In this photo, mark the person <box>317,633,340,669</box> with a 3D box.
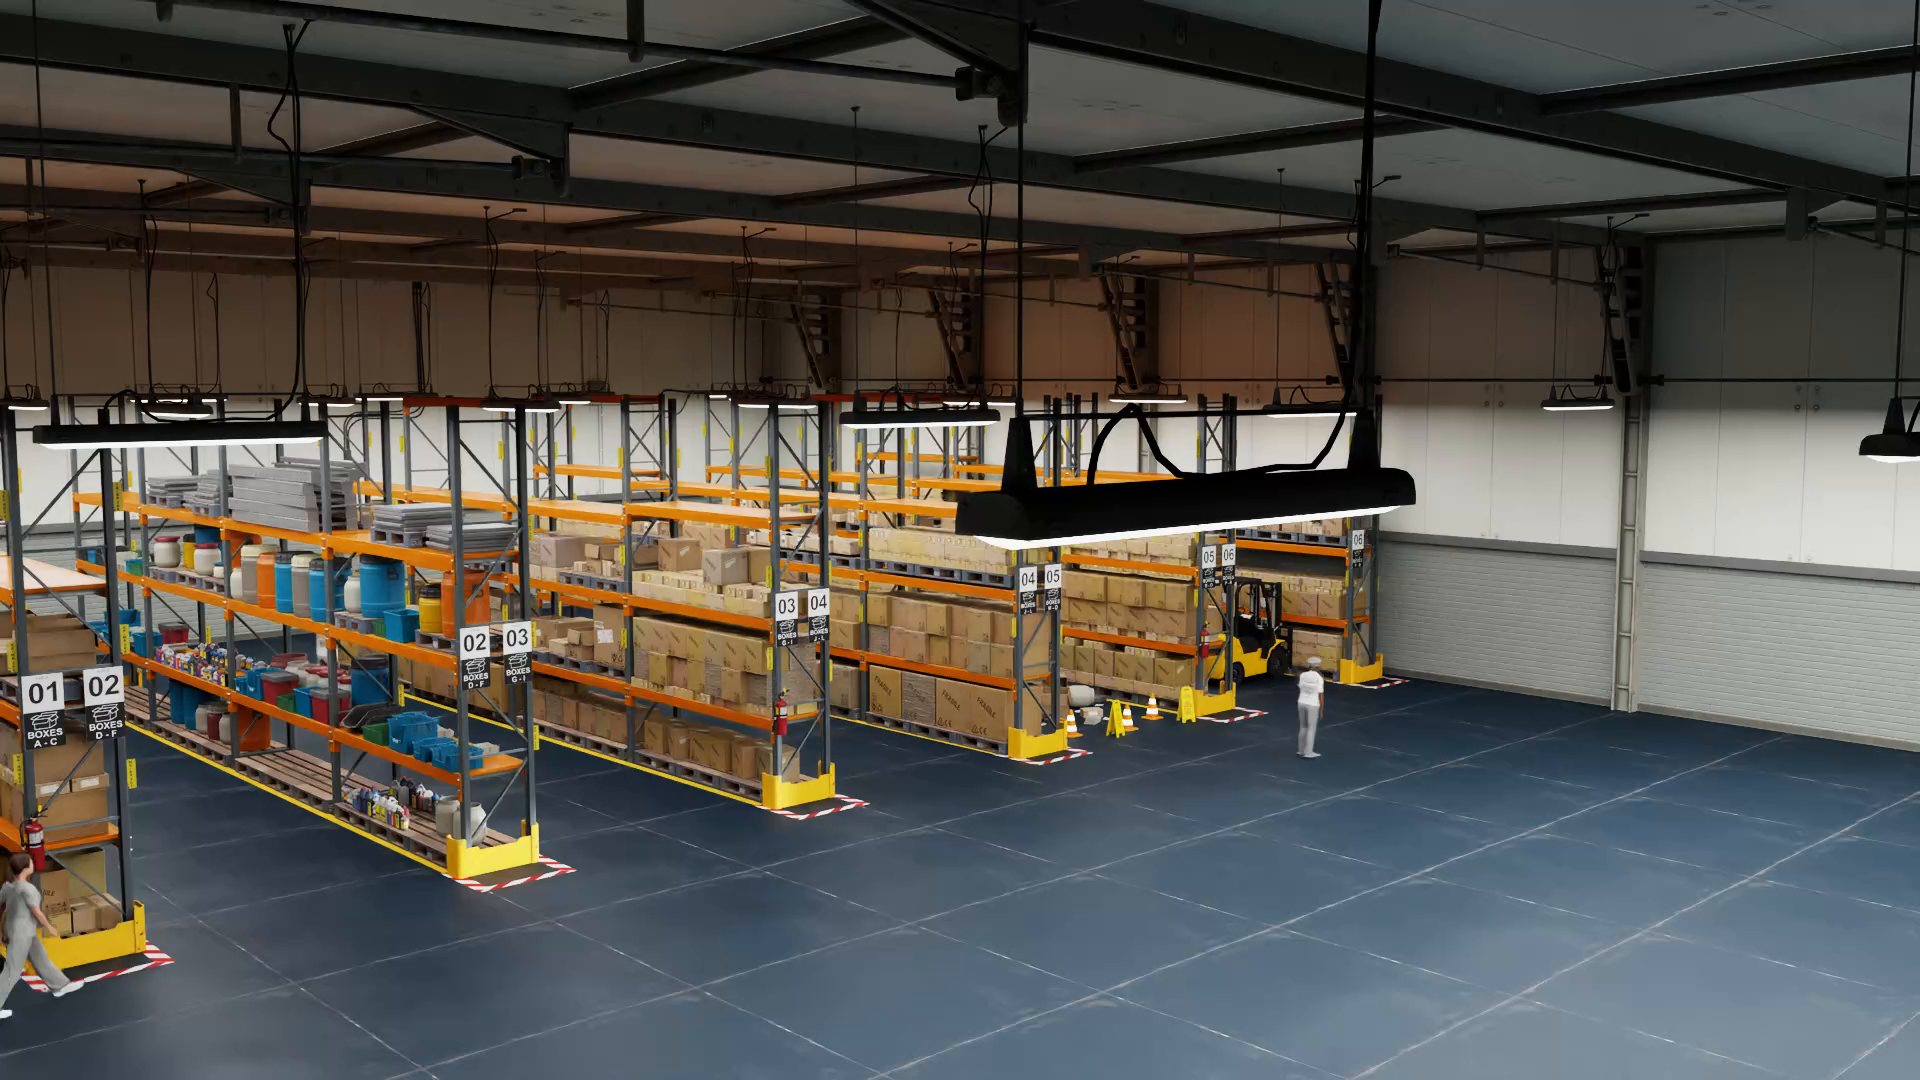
[{"bbox_3d":[-12.390,2.331,32.674,0.535,1.676,0.388,3,6,29],"label":"person"}]

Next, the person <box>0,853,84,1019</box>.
[{"bbox_3d":[-9.283,3.898,16.610,0.461,1.596,1.063,5,7,41],"label":"person"}]

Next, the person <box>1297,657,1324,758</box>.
[{"bbox_3d":[5.876,2.807,27.866,0.476,1.685,0.369,5,8,44],"label":"person"}]
